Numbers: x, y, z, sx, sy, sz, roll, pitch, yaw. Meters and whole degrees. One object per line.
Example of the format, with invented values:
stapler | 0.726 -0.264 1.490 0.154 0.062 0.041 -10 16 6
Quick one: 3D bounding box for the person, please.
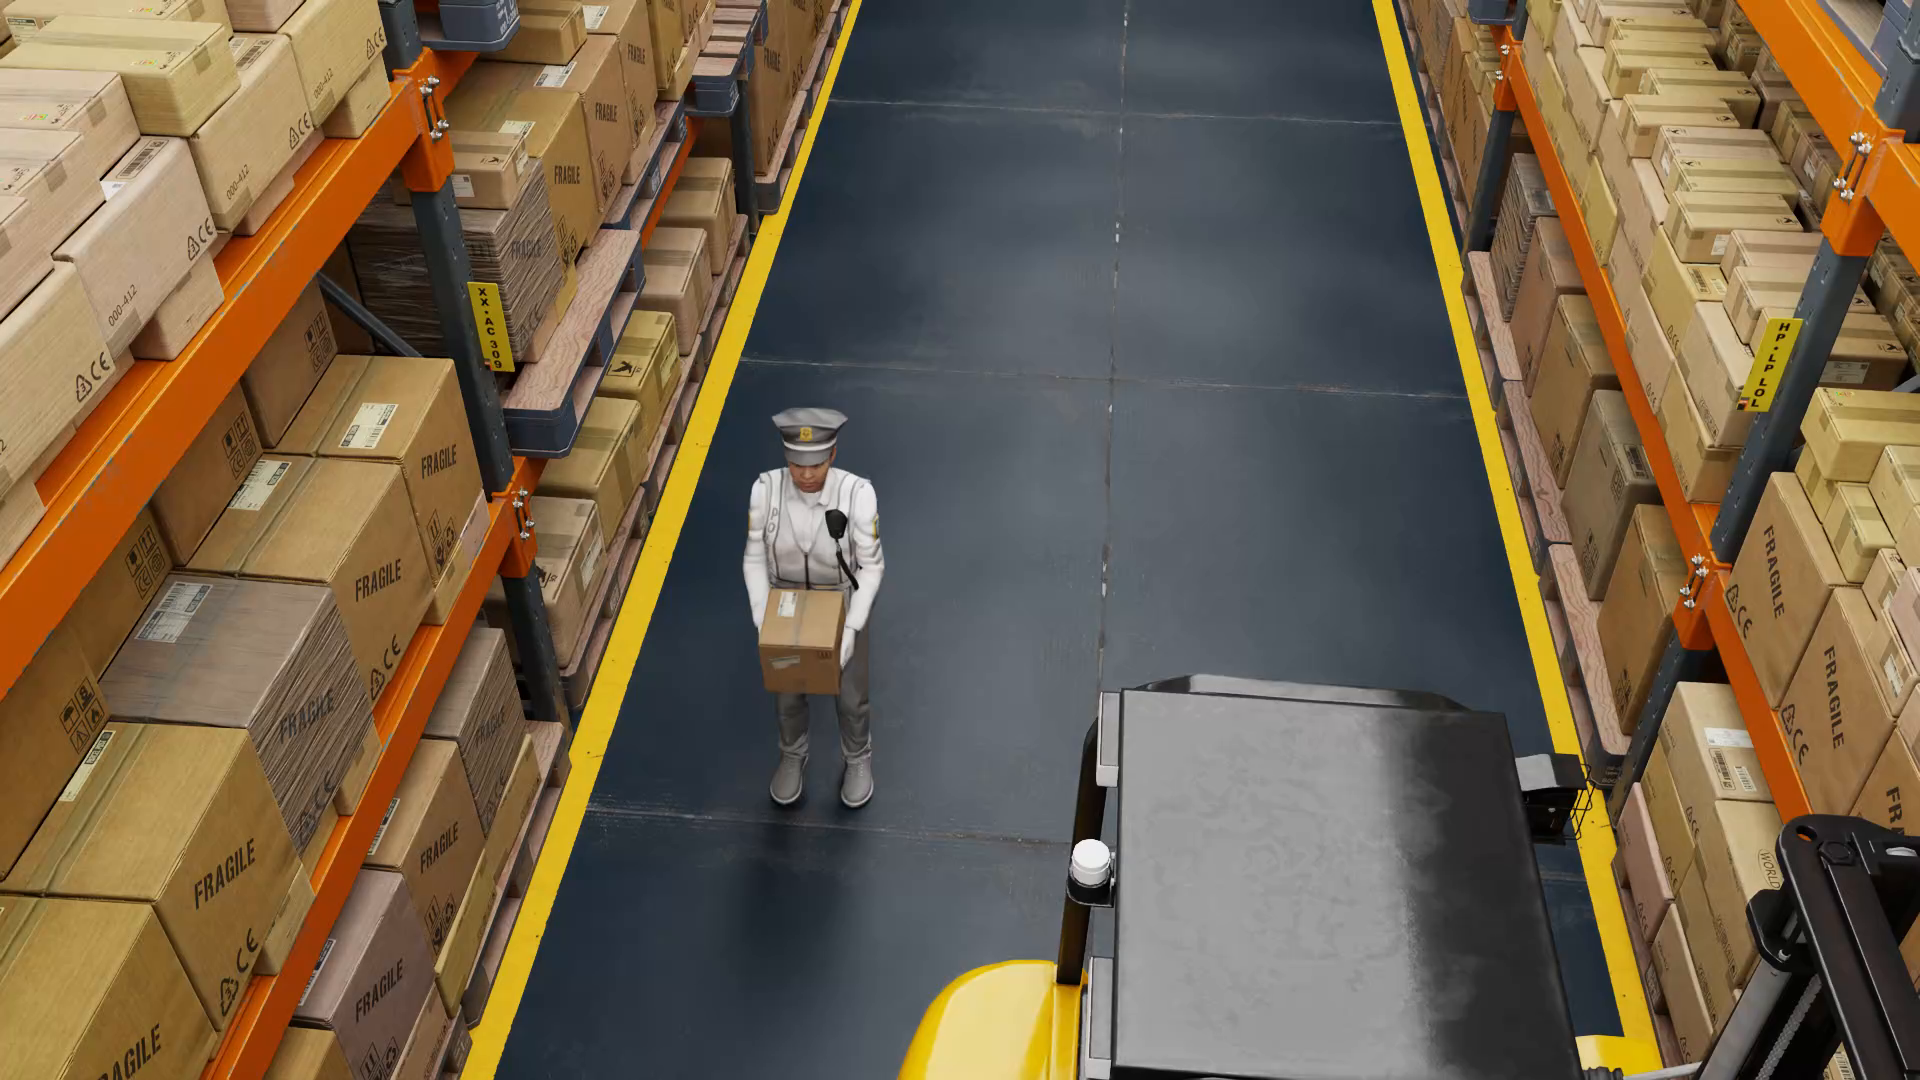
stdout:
person | -0.504 0.290 5.790 0.489 1.692 0.489 3 40 3
